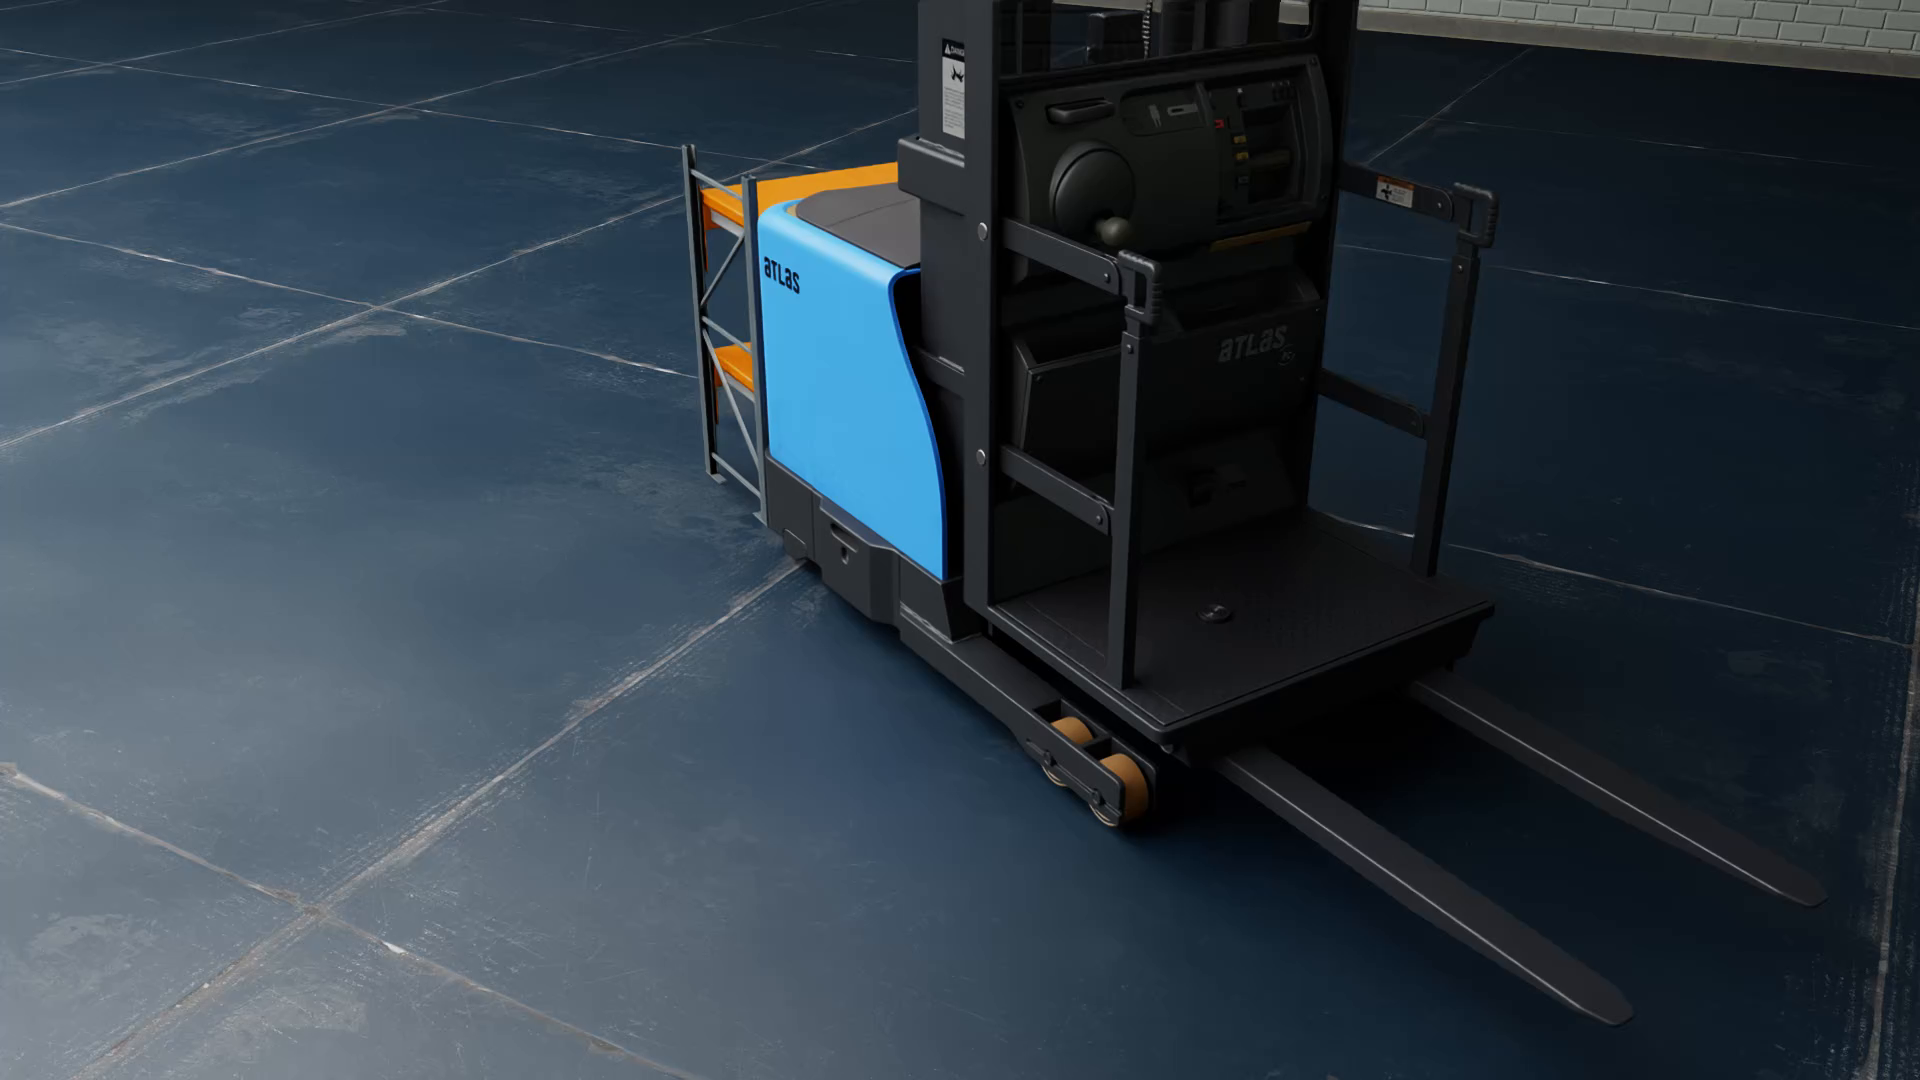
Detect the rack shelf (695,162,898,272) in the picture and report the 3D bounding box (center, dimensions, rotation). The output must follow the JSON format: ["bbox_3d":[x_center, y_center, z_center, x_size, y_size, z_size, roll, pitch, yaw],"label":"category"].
[{"bbox_3d":[-0.296,-1.021,5.379,1.000,0.278,0.538,-15,30,-27],"label":"rack shelf"}]

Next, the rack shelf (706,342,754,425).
[{"bbox_3d":[-0.296,-0.540,5.619,1.000,0.278,0.538,-15,30,-27],"label":"rack shelf"}]

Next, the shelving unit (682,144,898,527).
[{"bbox_3d":[-0.296,-0.759,5.510,1.048,1.125,0.538,-15,30,-27],"label":"shelving unit"}]

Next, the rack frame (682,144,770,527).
[{"bbox_3d":[-0.732,-0.643,5.278,0.032,1.125,0.500,-15,30,-27],"label":"rack frame"}]

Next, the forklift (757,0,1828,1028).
[{"bbox_3d":[0.630,-0.882,3.737,1.130,2.935,3.031,-16,31,-29],"label":"forklift"}]
